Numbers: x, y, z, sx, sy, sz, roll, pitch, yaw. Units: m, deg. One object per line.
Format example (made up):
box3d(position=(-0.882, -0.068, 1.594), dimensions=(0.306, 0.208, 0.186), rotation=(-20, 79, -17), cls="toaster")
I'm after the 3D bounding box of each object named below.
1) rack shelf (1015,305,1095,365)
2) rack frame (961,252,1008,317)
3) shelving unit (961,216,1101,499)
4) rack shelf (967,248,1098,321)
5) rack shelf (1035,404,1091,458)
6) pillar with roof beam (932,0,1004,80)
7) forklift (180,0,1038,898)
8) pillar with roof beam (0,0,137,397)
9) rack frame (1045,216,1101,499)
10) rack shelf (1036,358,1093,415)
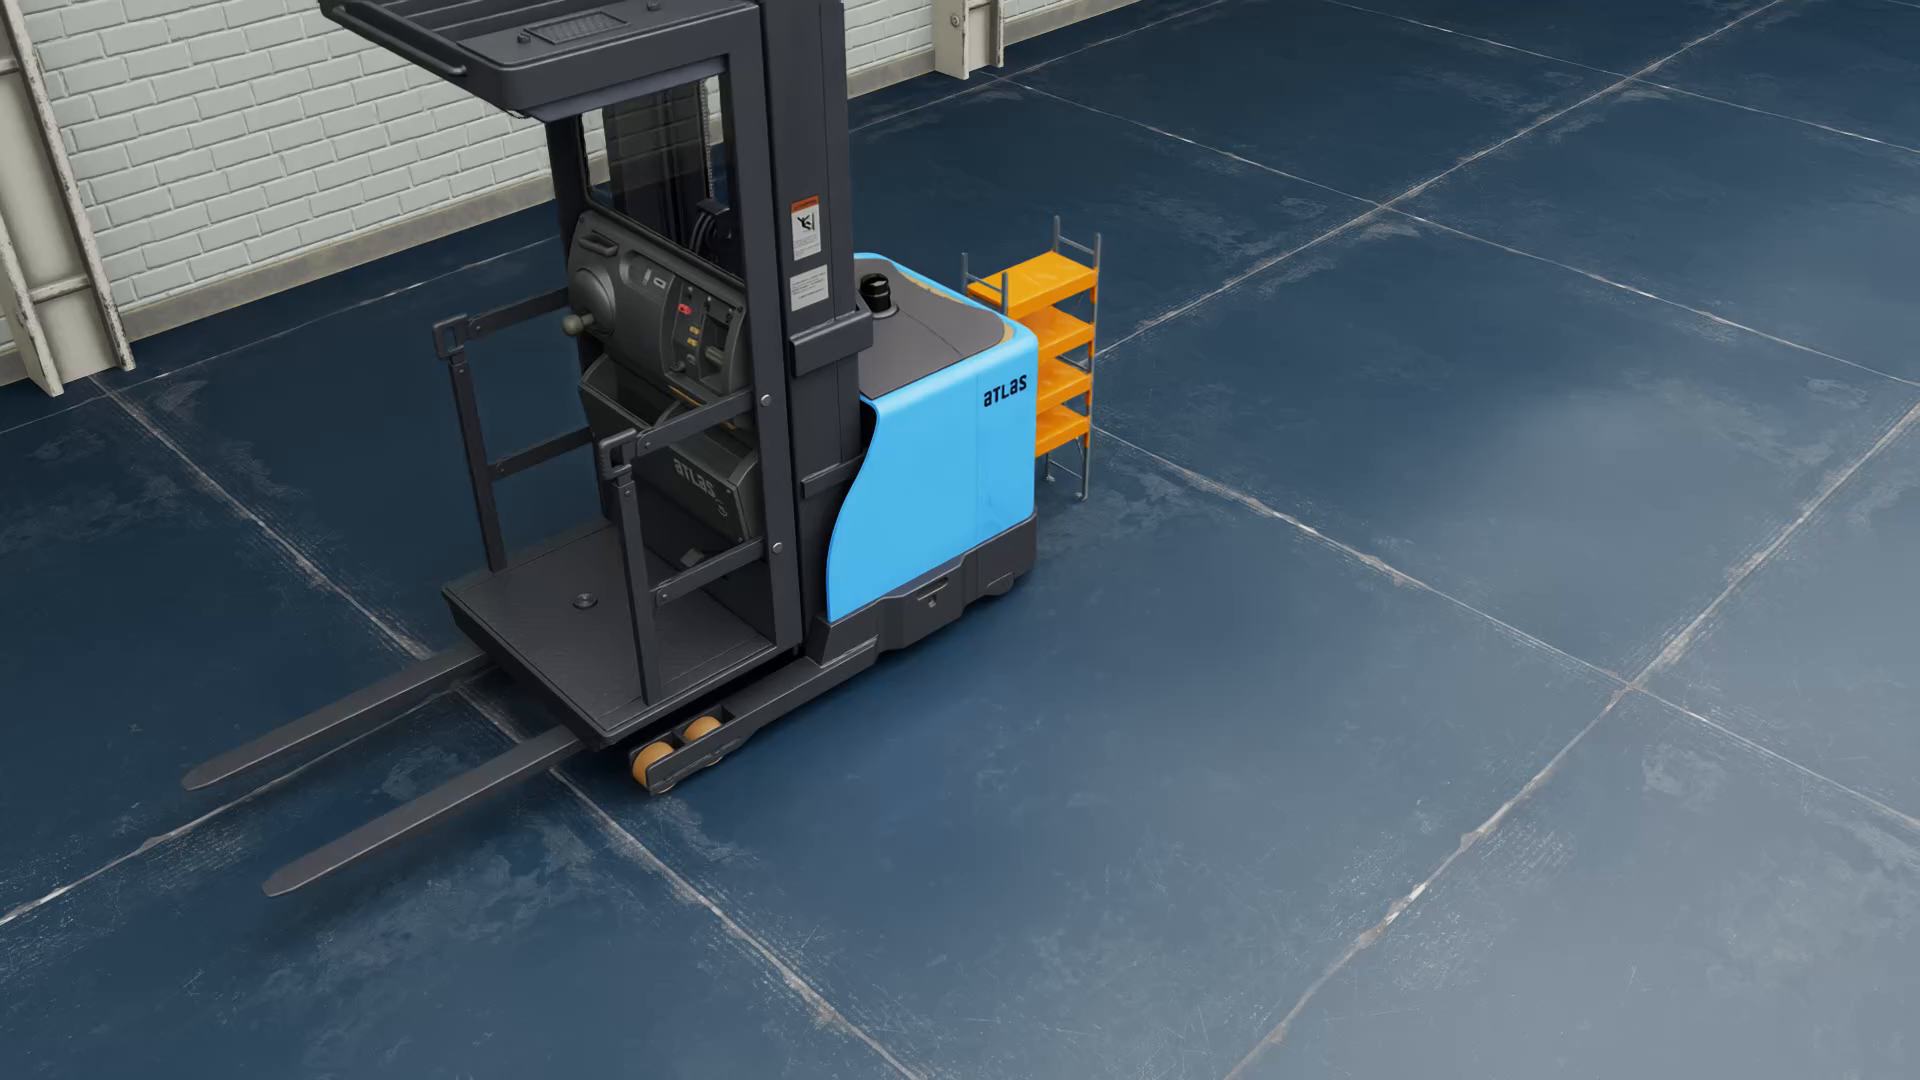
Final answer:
box3d(position=(0.270, -0.750, 6.503), dimensions=(0.480, 0.148, 0.258), rotation=(-28, 43, -34), cls="rack shelf")
box3d(position=(0.090, -0.527, 6.457), dimensions=(0.015, 1.200, 0.240), rotation=(-28, 43, -34), cls="rack frame")
box3d(position=(0.270, -0.621, 6.592), dimensions=(0.503, 1.200, 0.258), rotation=(-28, 43, -34), cls="shelving unit")
box3d(position=(0.270, -0.944, 6.367), dimensions=(0.480, 0.148, 0.258), rotation=(-28, 43, -34), cls="rack shelf")
box3d(position=(0.270, -0.403, 6.744), dimensions=(0.480, 0.148, 0.258), rotation=(-28, 43, -34), cls="rack shelf")
box3d(position=(3.109, -5.195, 6.333), dimensions=(9.100, 9.000, 0.400), rotation=(30, 45, 35), cls="pillar with roof beam")
box3d(position=(-1.130, -0.698, 5.189), dimensions=(3.031, 2.935, 1.130), rotation=(-28, 43, -34), cls="forklift")
box3d(position=(-1.118, -2.760, 2.841), dimensions=(9.100, 9.000, 0.400), rotation=(30, 45, 35), cls="pillar with roof beam")
box3d(position=(0.450, -0.716, 6.727), dimensions=(0.015, 1.200, 0.240), rotation=(-28, 43, -34), cls="rack frame")
box3d(position=(0.270, -0.566, 6.631), dimensions=(0.480, 0.148, 0.258), rotation=(-28, 43, -34), cls="rack shelf")
